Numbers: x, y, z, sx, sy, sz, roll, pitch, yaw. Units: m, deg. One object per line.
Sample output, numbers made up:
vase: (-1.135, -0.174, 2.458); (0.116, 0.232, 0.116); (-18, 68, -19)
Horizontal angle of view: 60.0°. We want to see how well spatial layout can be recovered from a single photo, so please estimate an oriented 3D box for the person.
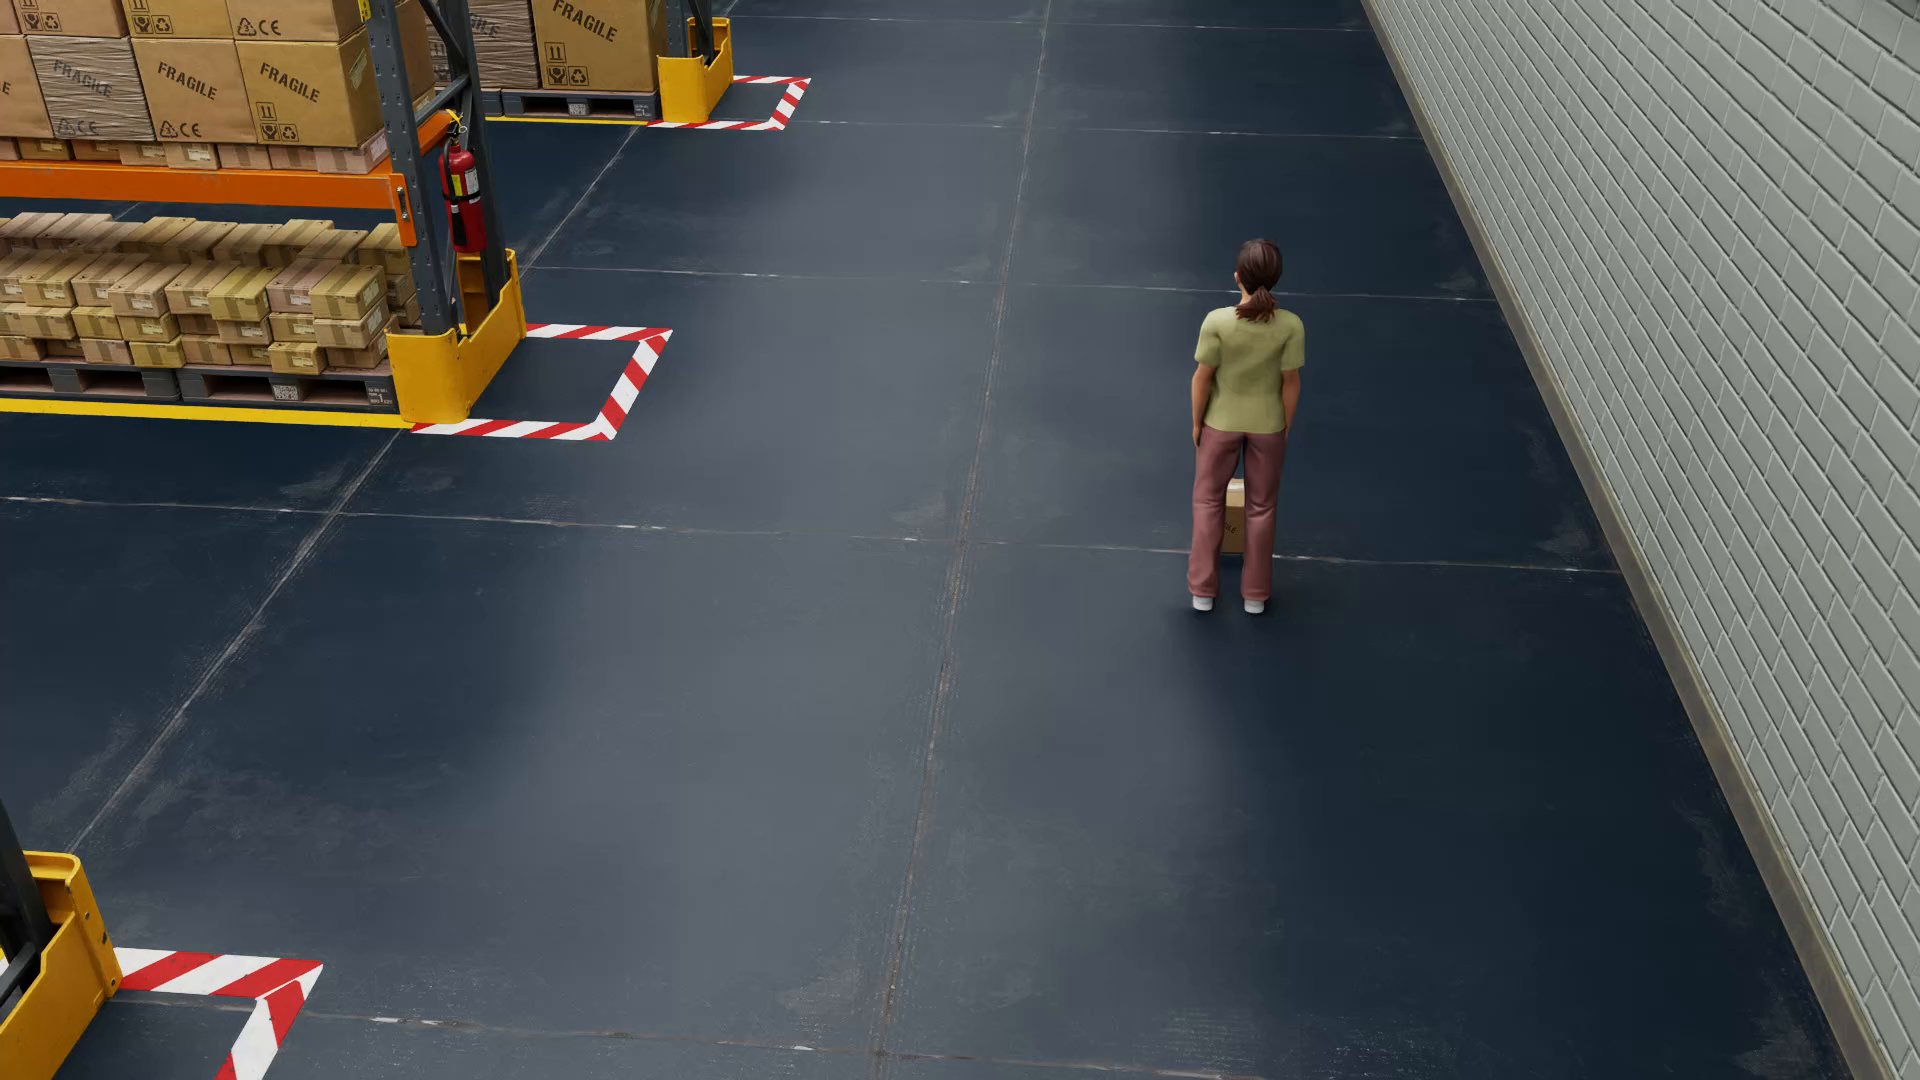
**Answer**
person: (1.162, -0.451, 6.867); (0.438, 1.667, 0.357); (3, 32, 5)
